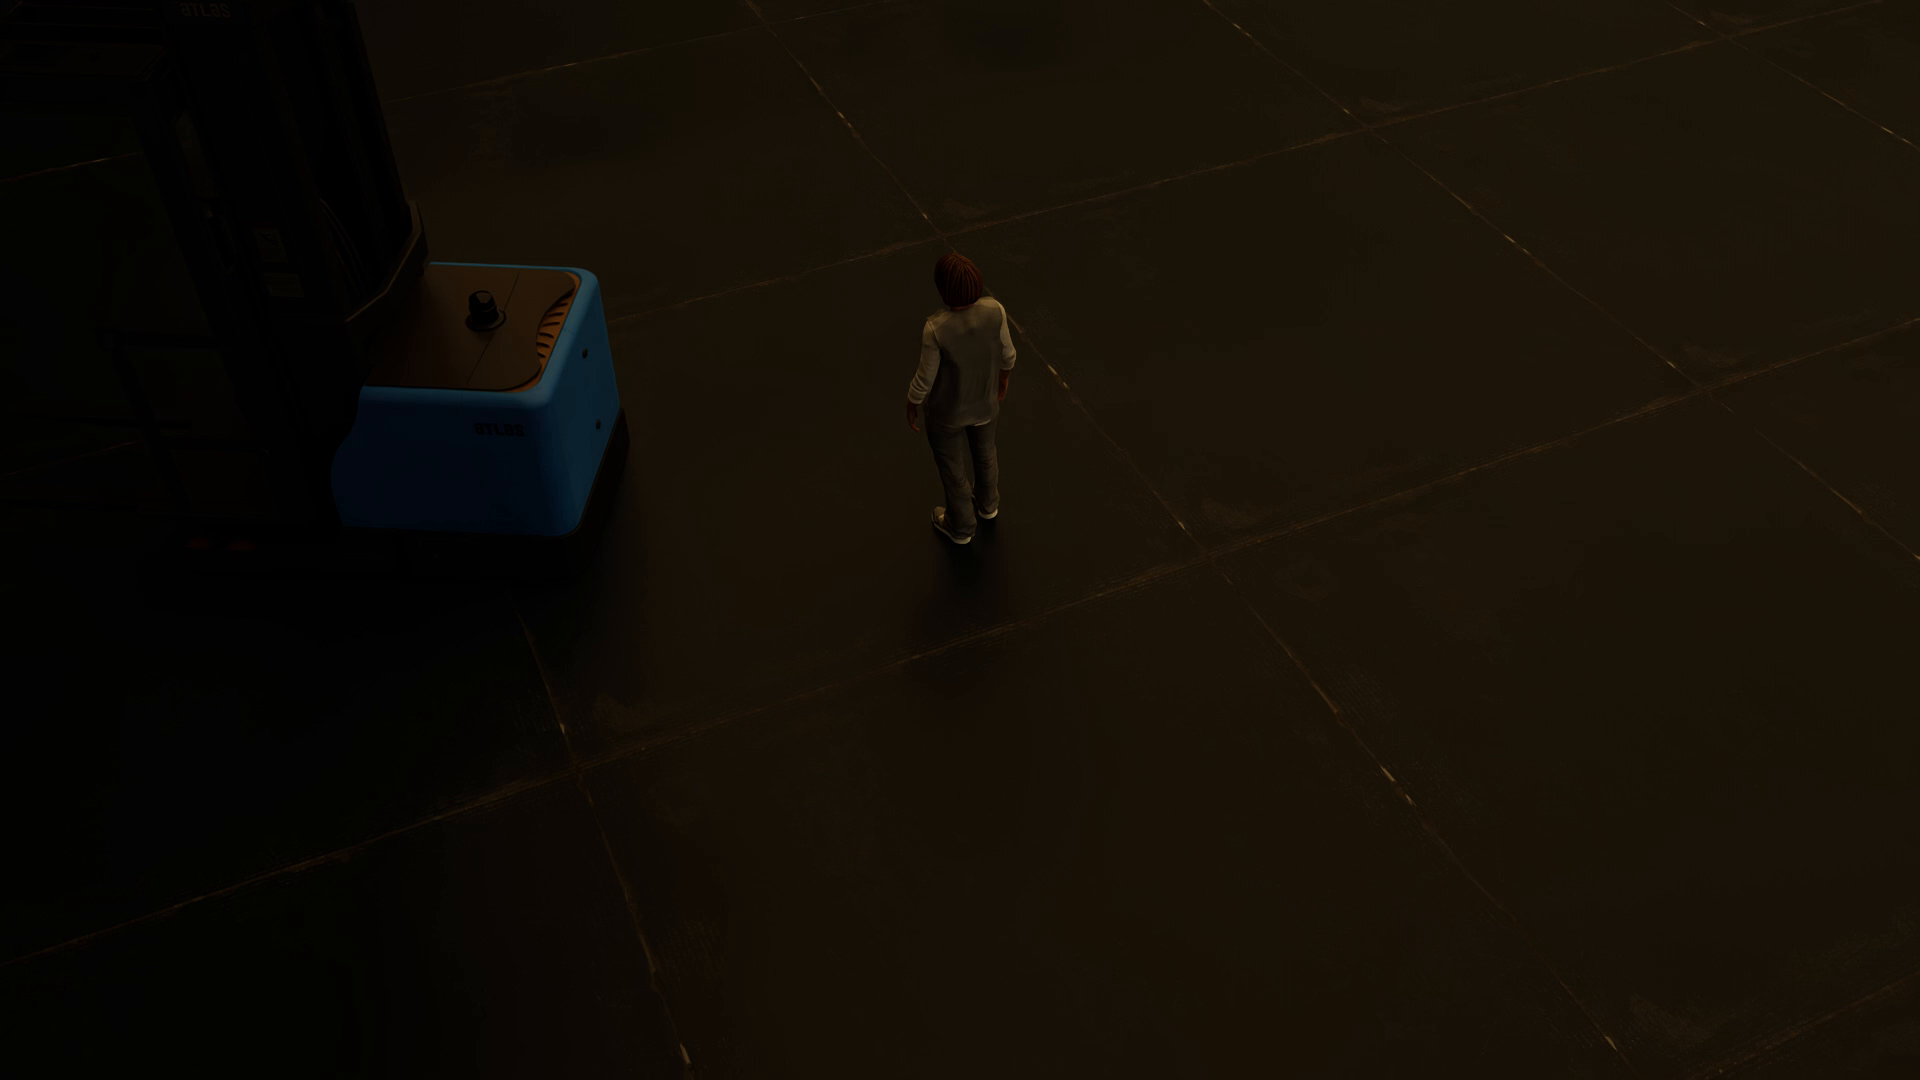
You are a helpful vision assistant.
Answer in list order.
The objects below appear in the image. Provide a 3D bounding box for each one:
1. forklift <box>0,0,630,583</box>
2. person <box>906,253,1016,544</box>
[{"bbox_3d":[-3.176,-1.275,7.047,3.031,2.935,1.130,3,43,3],"label":"forklift"},{"bbox_3d":[-0.018,-0.639,7.332,0.519,1.598,0.474,-18,46,-18],"label":"person"}]
